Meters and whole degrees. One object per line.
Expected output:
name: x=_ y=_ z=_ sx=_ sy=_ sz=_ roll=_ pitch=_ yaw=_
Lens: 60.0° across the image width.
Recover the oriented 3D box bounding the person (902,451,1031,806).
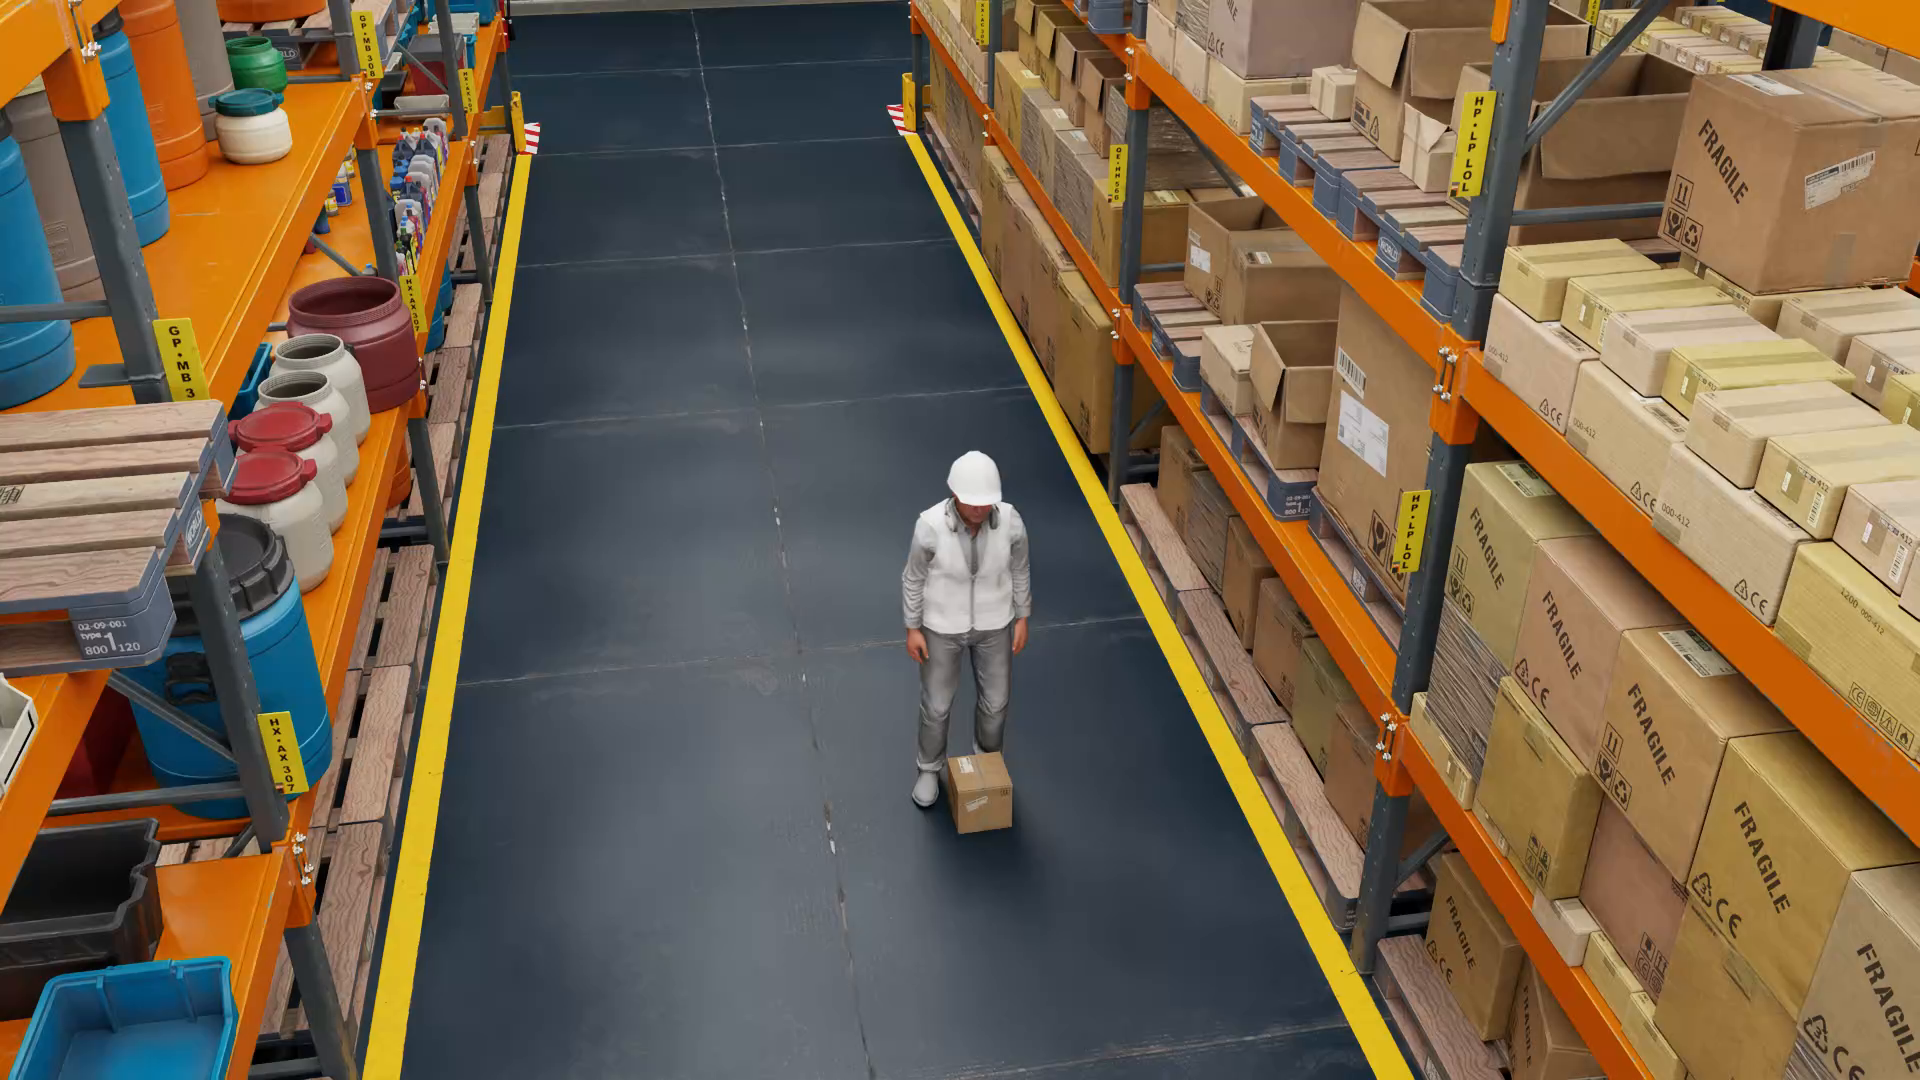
person: x=0.034 y=0.378 z=7.468 sx=0.581 sy=1.771 sz=0.464 roll=-5 pitch=31 yaw=-9
